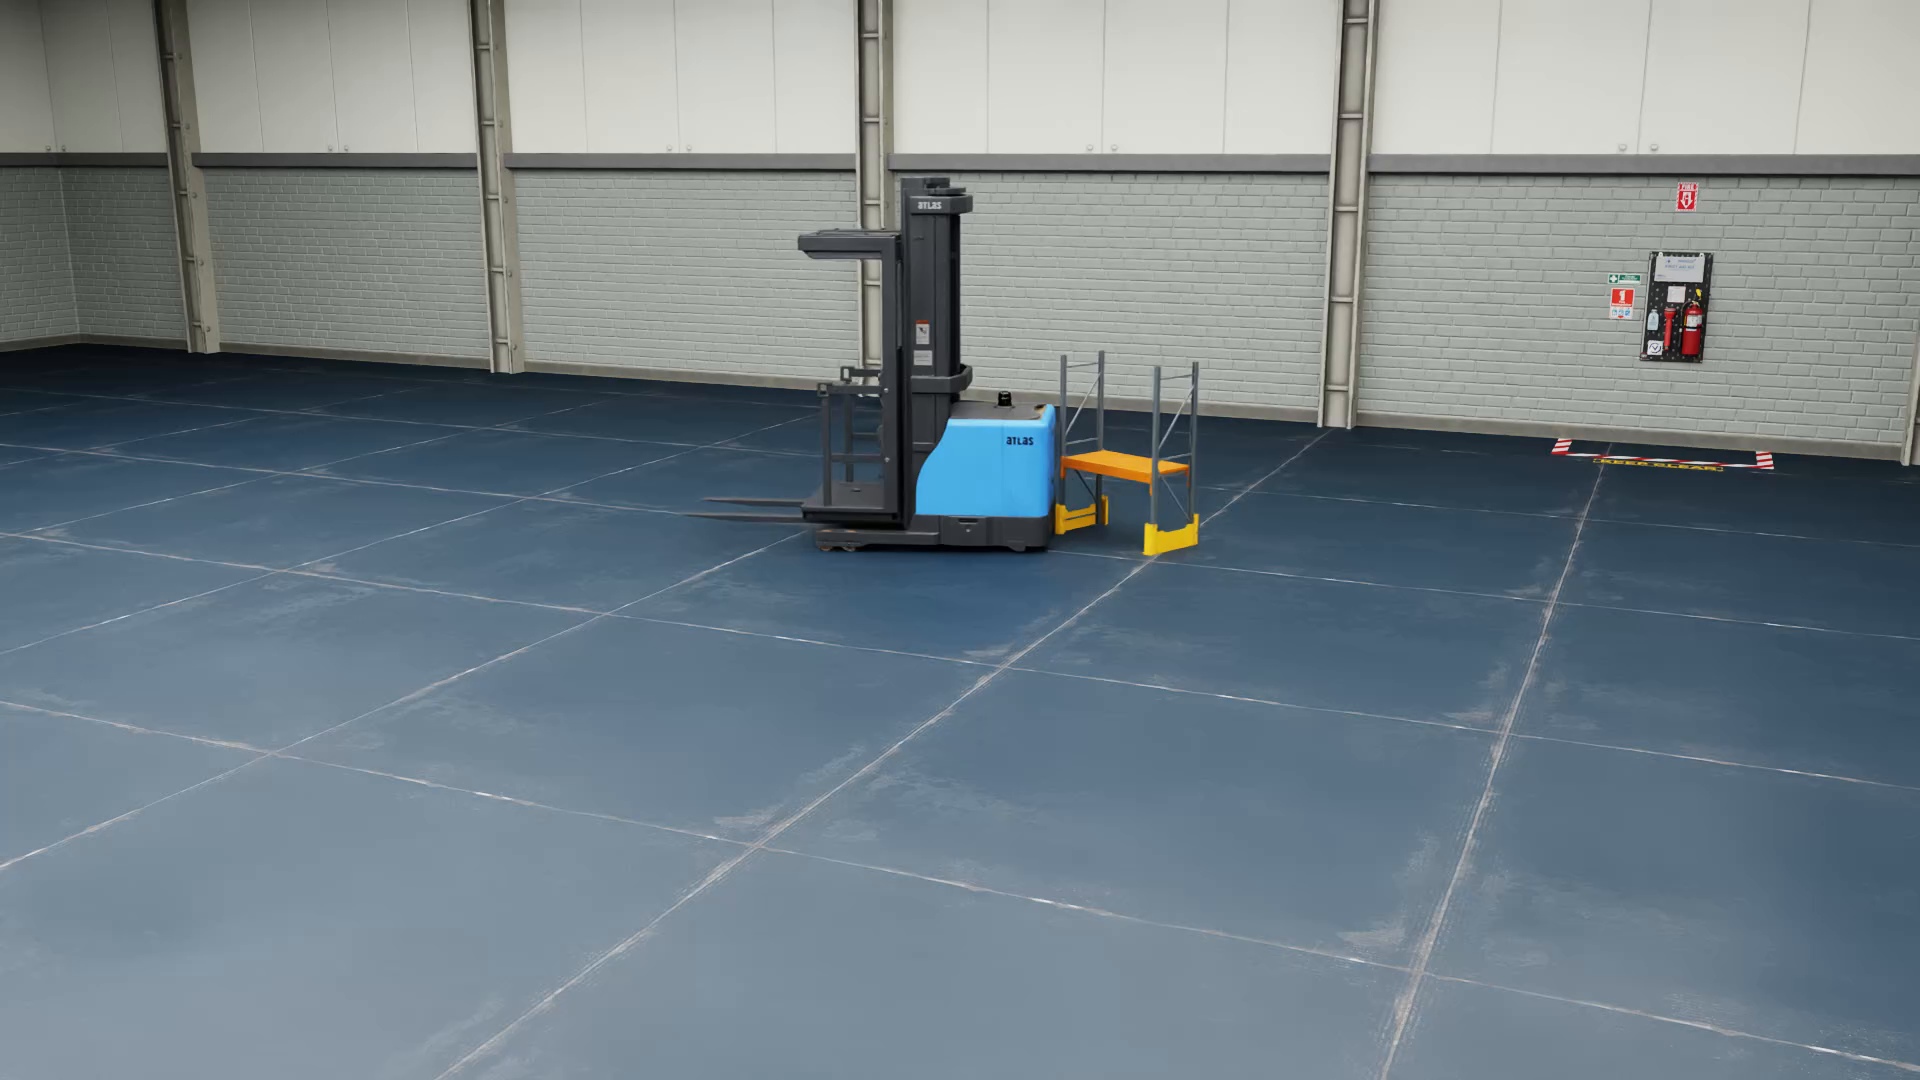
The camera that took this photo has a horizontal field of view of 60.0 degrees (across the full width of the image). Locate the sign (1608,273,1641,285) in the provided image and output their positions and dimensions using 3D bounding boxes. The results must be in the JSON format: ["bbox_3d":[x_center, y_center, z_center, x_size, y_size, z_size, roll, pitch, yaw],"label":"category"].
[{"bbox_3d":[7.184,-2.822,17.978,0.331,0.109,0.001,6,14,23],"label":"sign"}]

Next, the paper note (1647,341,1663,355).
[{"bbox_3d":[7.514,-2.078,17.974,0.142,0.148,0.016,6,14,23],"label":"paper note"}]

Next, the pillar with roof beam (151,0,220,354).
[{"bbox_3d":[-13.795,-6.482,21.680,0.400,9.000,9.100,6,14,23],"label":"pillar with roof beam"}]

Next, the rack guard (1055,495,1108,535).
[{"bbox_3d":[1.036,-0.216,14.129,0.587,0.250,0.087,-12,18,-41],"label":"rack guard"}]

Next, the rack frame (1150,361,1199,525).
[{"bbox_3d":[1.708,-0.656,13.269,0.500,1.500,0.032,-12,18,-41],"label":"rack frame"}]

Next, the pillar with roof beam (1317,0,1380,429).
[{"bbox_3d":[2.662,-4.816,14.582,0.400,9.000,9.100,6,14,23],"label":"pillar with roof beam"}]

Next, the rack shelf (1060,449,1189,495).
[{"bbox_3d":[1.366,-0.567,13.676,0.538,0.185,1.000,-12,18,-41],"label":"rack shelf"}]

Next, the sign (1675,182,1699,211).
[{"bbox_3d":[7.681,-3.626,17.569,0.199,0.298,0.001,6,14,23],"label":"sign"}]

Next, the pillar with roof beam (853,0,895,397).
[{"bbox_3d":[-2.824,-5.372,16.948,0.400,9.000,9.100,6,14,23],"label":"pillar with roof beam"}]

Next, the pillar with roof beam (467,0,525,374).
[{"bbox_3d":[-8.310,-5.927,19.314,0.400,9.000,9.100,6,14,23],"label":"pillar with roof beam"}]

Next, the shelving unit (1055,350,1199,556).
[{"bbox_3d":[1.372,-0.741,13.629,0.587,1.500,1.083,-12,18,-41],"label":"shelving unit"}]

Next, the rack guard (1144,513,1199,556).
[{"bbox_3d":[1.707,-0.048,13.413,0.587,0.250,0.087,-12,18,-41],"label":"rack guard"}]

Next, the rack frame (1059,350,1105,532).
[{"bbox_3d":[1.023,-0.828,14.001,0.500,1.500,0.032,-12,18,-41],"label":"rack frame"}]

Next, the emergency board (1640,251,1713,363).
[{"bbox_3d":[7.648,-2.476,17.742,0.643,1.169,0.194,6,14,23],"label":"emergency board"}]

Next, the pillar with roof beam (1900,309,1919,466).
[{"bbox_3d":[8.148,-4.261,12.216,0.400,9.000,9.100,6,14,23],"label":"pillar with roof beam"}]

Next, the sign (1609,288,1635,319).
[{"bbox_3d":[7.184,-2.566,18.048,0.234,0.329,0.001,6,14,23],"label":"sign"}]

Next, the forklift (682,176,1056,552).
[{"bbox_3d":[-0.744,-1.458,13.554,3.031,2.935,1.130,2,13,6],"label":"forklift"}]
